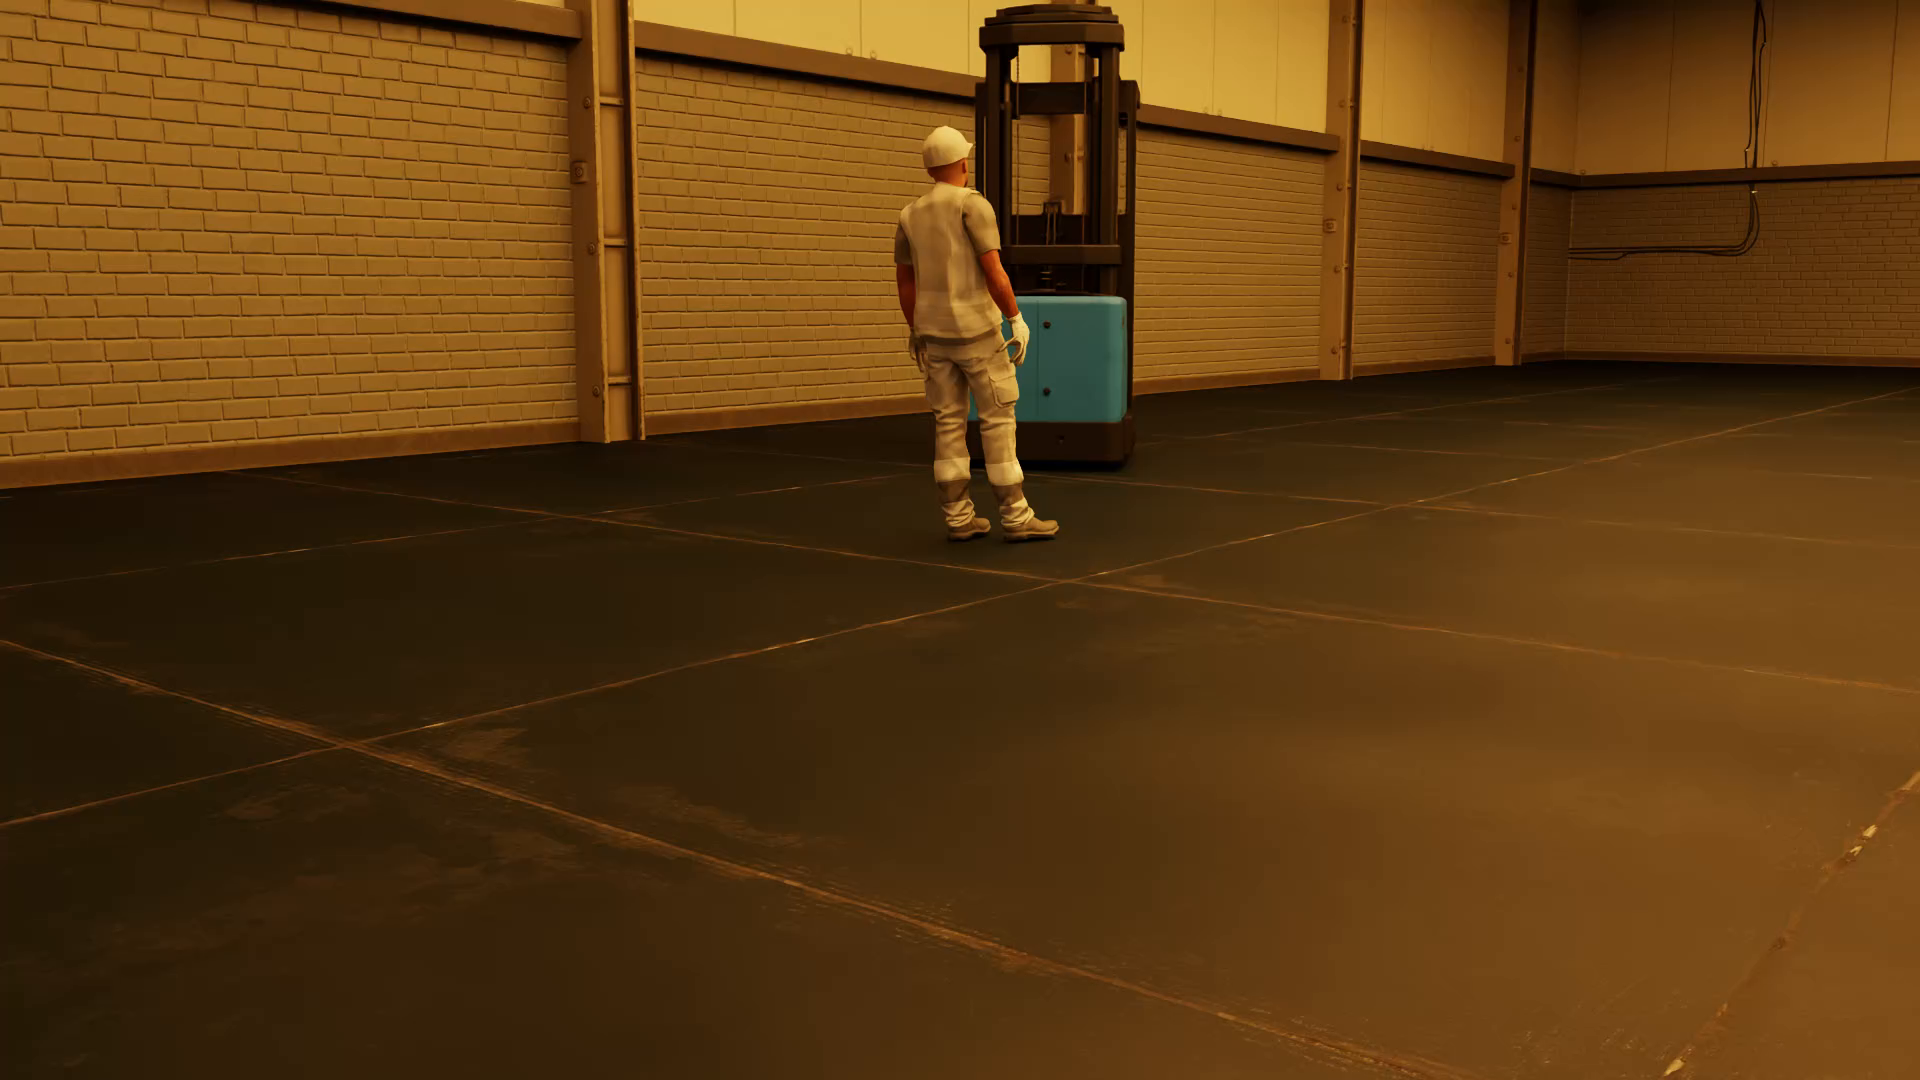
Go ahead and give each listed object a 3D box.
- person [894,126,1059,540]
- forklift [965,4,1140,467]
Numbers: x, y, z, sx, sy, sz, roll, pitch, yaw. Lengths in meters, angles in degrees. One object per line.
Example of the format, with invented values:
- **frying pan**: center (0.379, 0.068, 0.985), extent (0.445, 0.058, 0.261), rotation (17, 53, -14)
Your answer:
- **person**: center (0.059, -0.900, 7.330), extent (0.638, 1.789, 0.562), rotation (7, 11, 38)
- **forklift**: center (0.677, -2.086, 11.539), extent (1.130, 2.935, 3.031), rotation (1, 8, 8)
